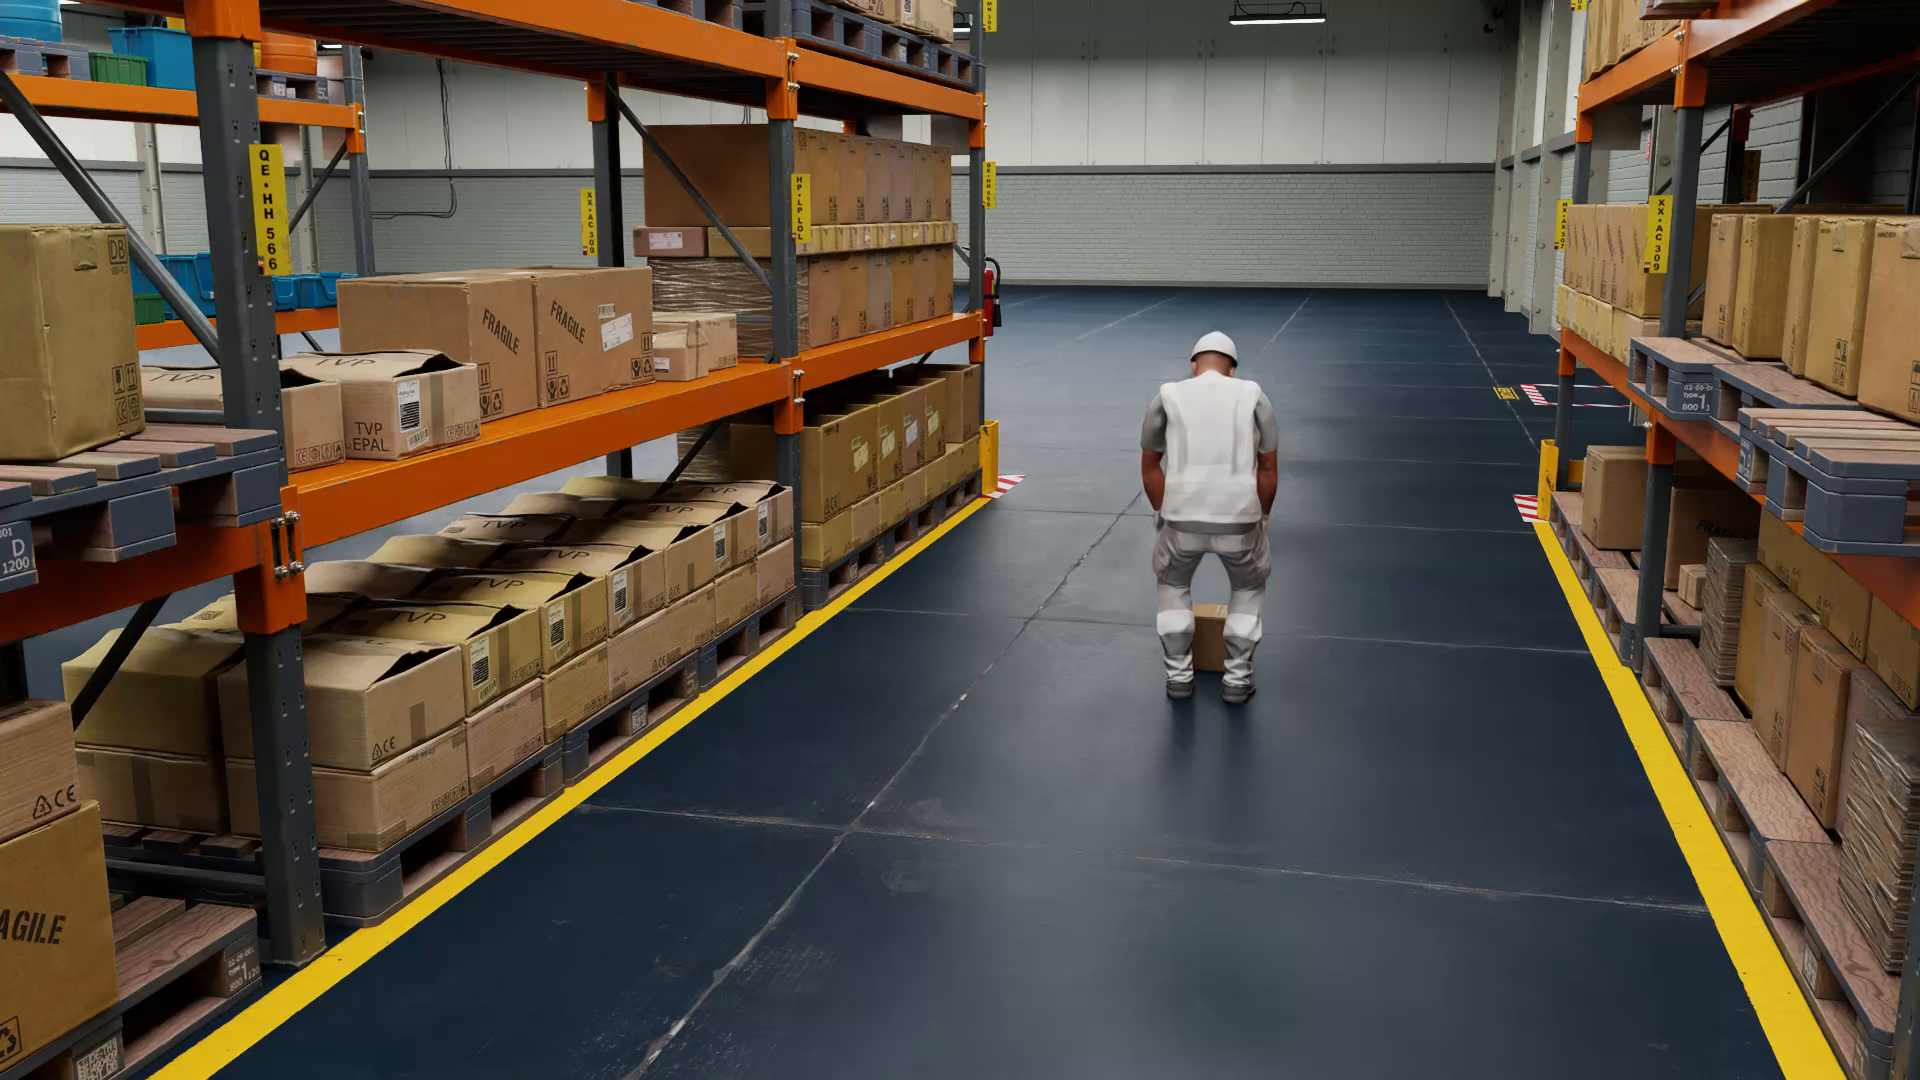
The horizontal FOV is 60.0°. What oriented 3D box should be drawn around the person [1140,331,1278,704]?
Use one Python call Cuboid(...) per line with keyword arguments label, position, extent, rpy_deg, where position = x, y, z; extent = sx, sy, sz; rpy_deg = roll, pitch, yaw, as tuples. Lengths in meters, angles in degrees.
Cuboid(label="person", position=(1.043, -0.101, 7.053), extent=(0.579, 1.528, 0.690), rpy_deg=(3, 12, 14))
